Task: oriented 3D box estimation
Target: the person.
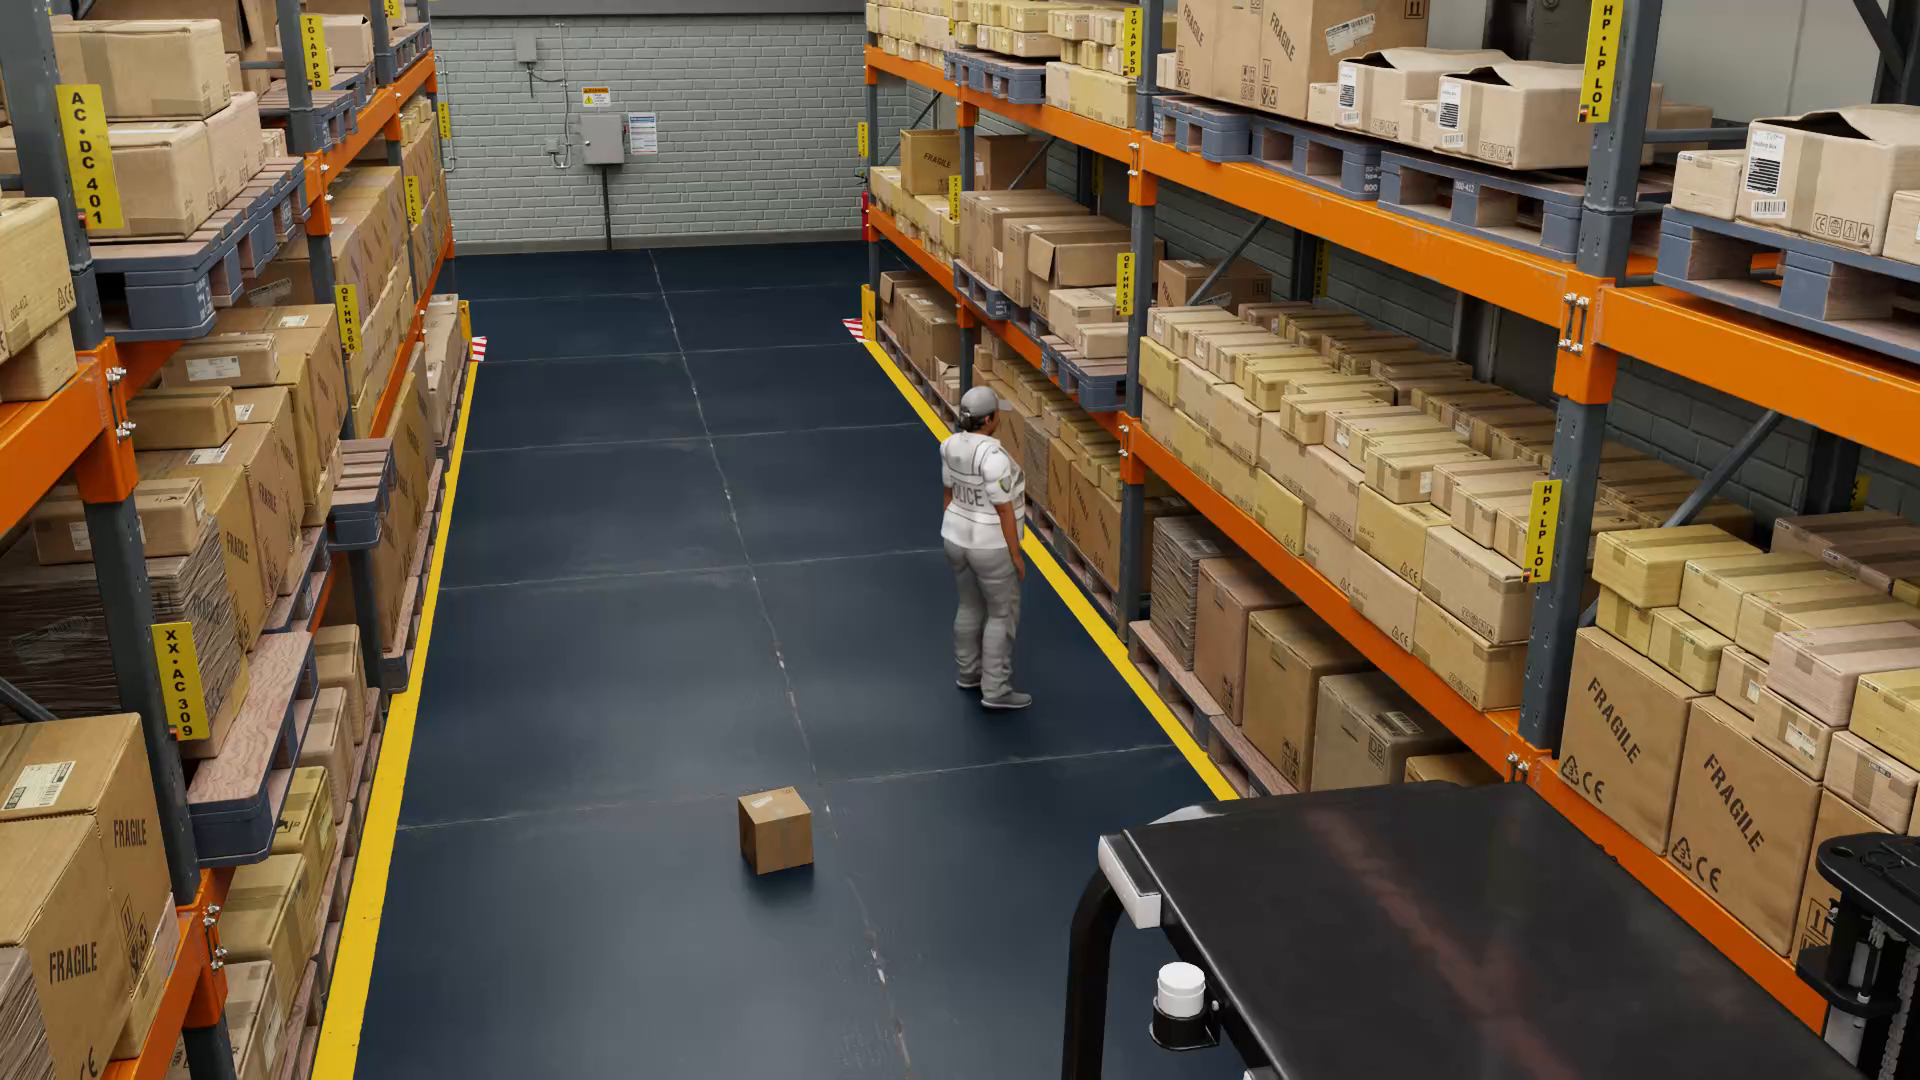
[{"bbox_3d":[0.128,0.042,8.449,0.383,1.673,0.480,-14,24,-35],"label":"person"}]
